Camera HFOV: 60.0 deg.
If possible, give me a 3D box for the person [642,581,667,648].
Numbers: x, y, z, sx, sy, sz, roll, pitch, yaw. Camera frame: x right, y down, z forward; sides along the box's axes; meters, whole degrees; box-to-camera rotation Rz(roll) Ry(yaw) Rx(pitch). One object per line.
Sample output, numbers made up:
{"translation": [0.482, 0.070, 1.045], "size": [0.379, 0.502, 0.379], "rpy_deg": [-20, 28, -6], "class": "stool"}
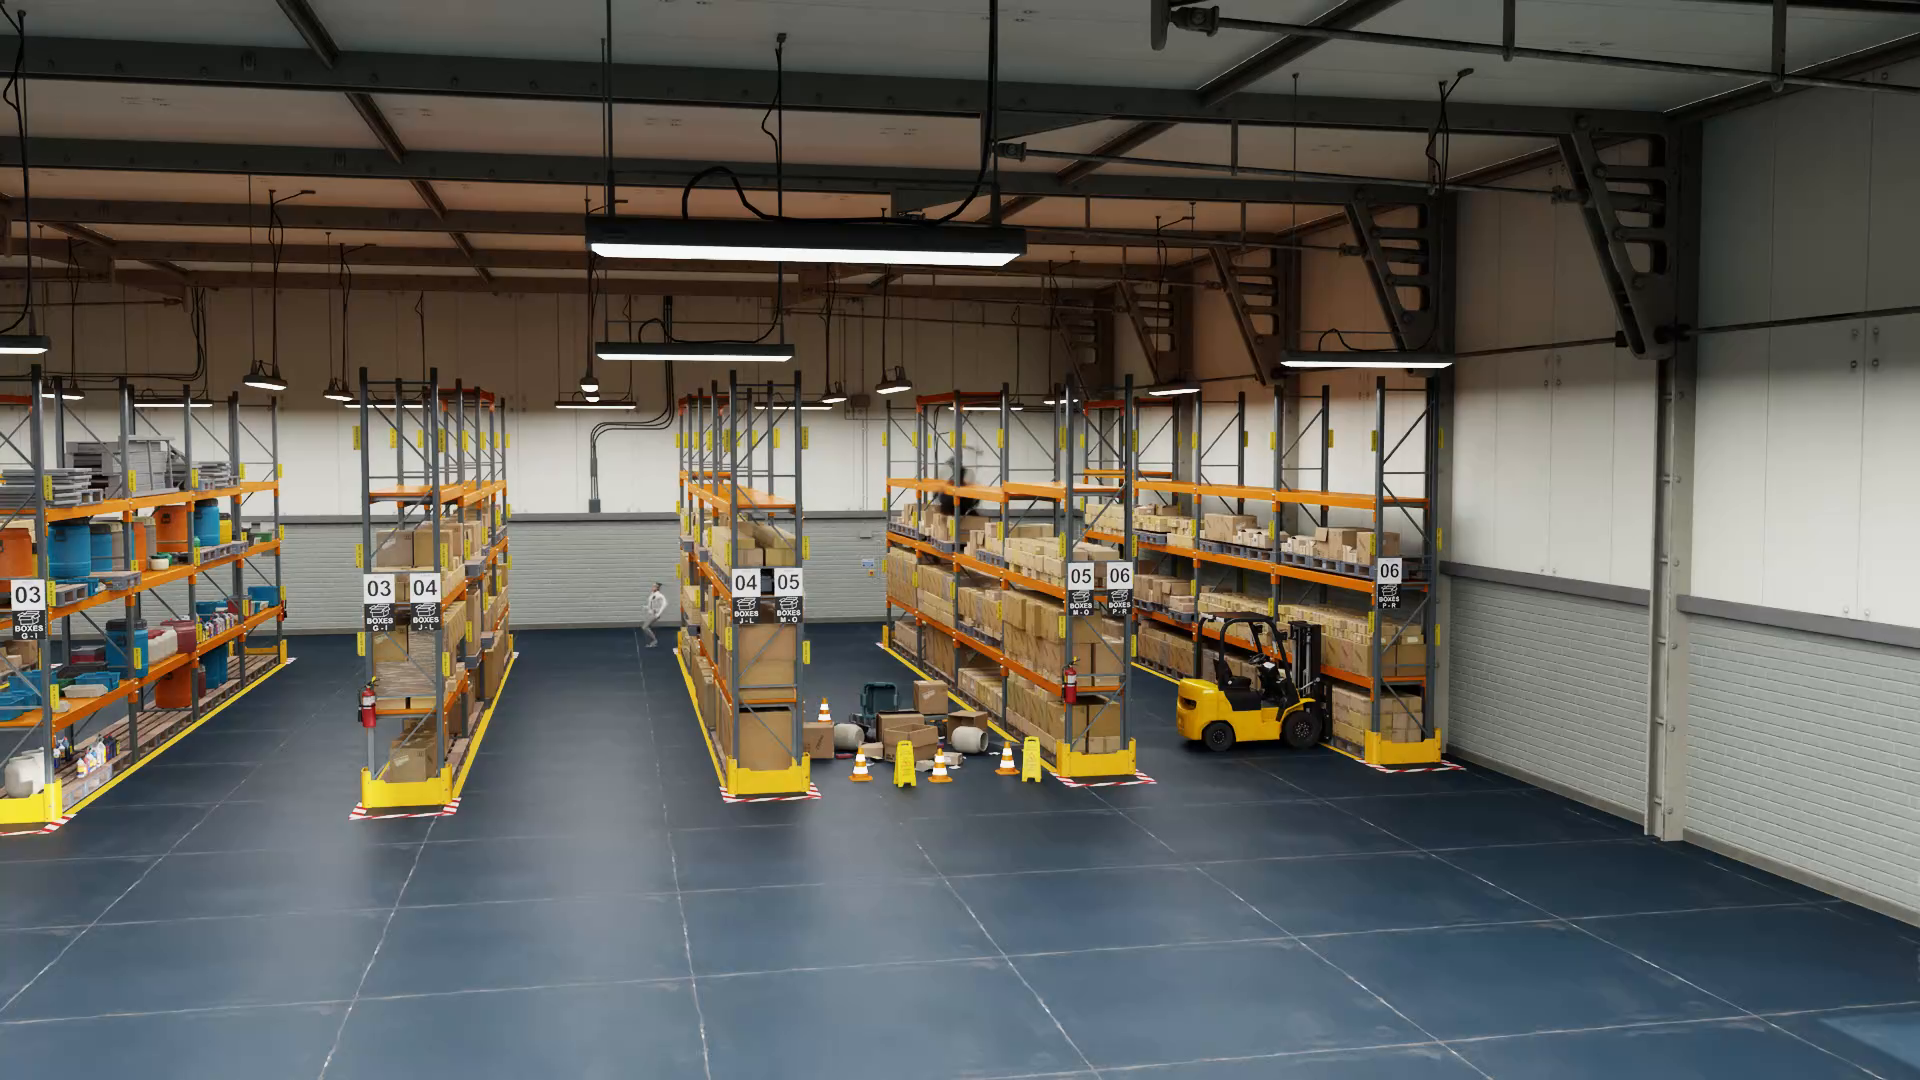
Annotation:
{"translation": [-7.425, 1.802, 40.216], "size": [0.555, 1.652, 0.635], "rpy_deg": [-2, 4, -24], "class": "person"}
